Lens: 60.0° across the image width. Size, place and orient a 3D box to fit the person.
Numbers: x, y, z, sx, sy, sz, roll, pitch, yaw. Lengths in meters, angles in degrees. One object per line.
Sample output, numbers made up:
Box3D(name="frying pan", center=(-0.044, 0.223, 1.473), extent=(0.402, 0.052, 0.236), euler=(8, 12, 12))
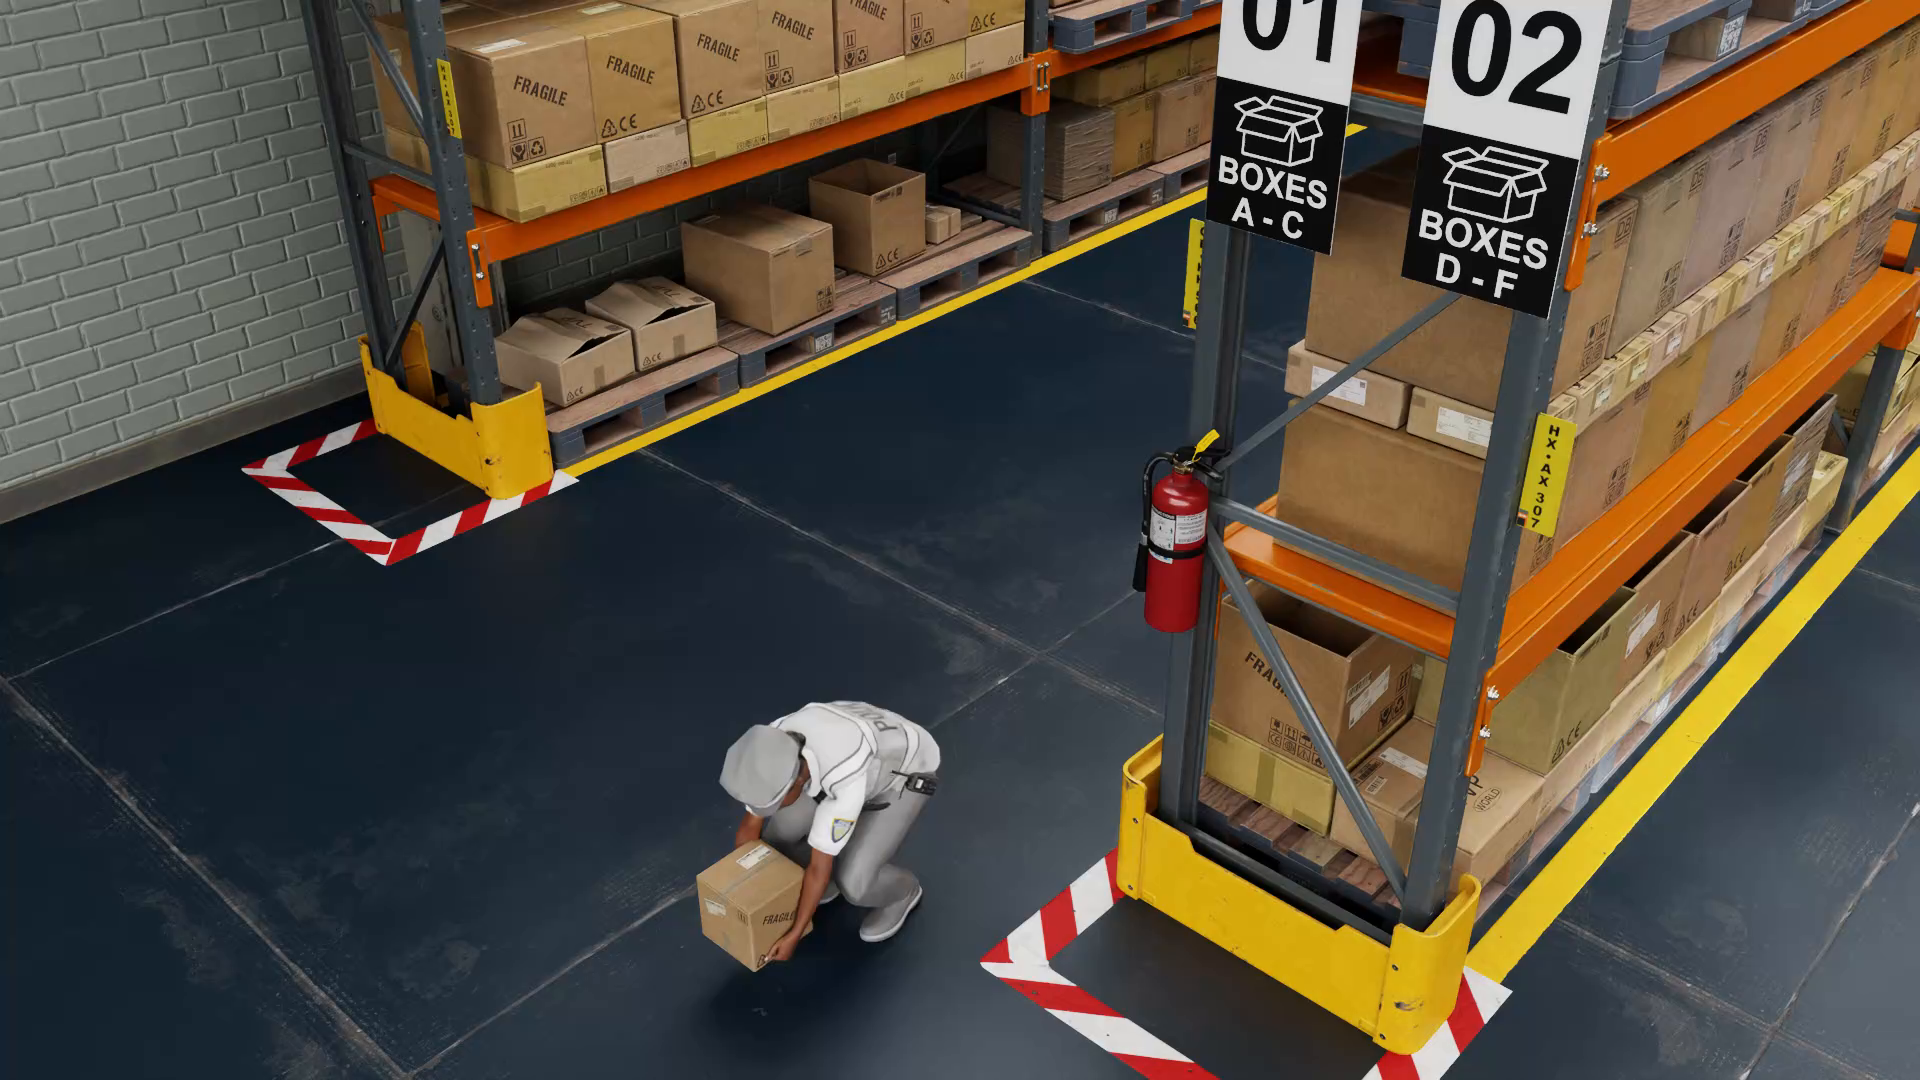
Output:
Box3D(name="person", center=(-0.421, 0.878, 5.364), extent=(0.458, 0.985, 0.860), euler=(23, 38, 33))
